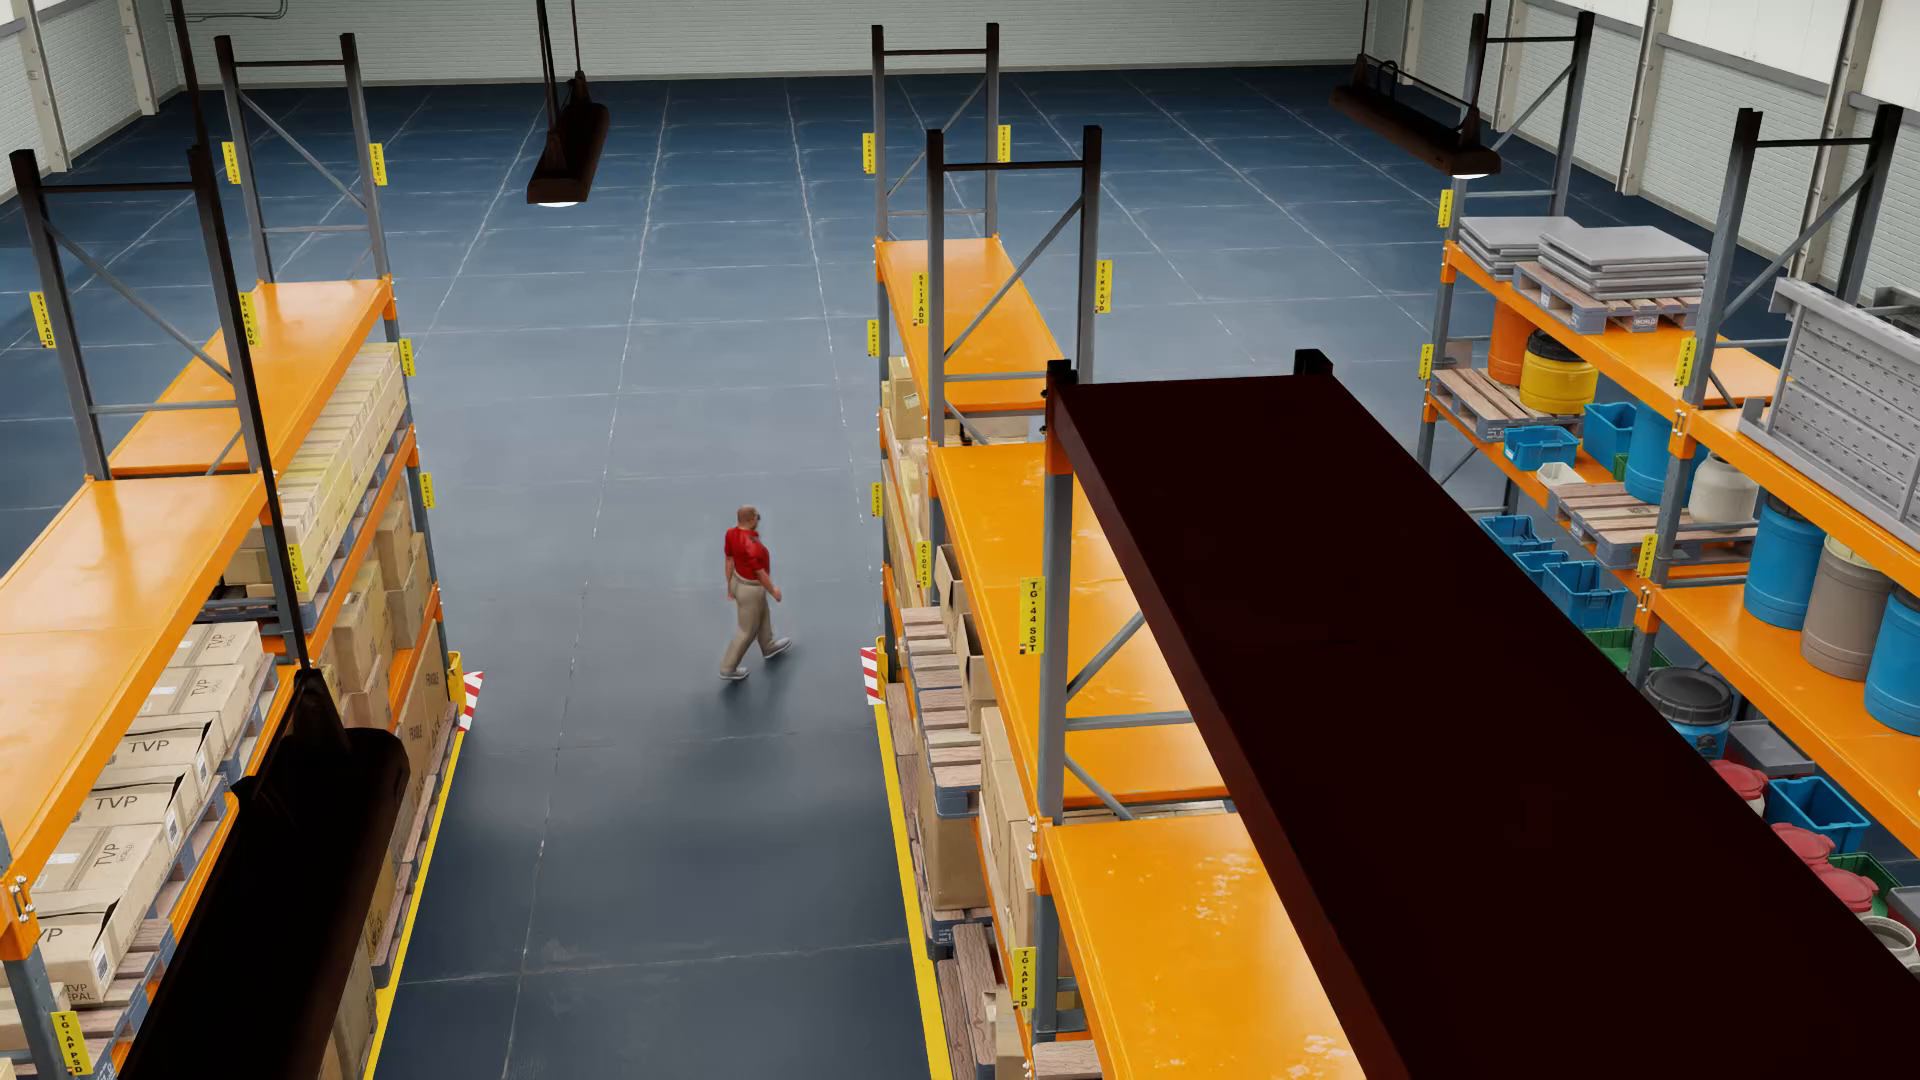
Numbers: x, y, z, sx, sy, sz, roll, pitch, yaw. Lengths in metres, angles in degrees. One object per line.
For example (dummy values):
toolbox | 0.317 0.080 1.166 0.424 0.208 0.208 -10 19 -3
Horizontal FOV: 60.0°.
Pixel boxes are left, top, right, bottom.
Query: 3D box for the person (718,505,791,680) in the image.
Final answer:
person | -1.946 0.456 15.585 0.887 1.705 0.529 -14 29 -27
